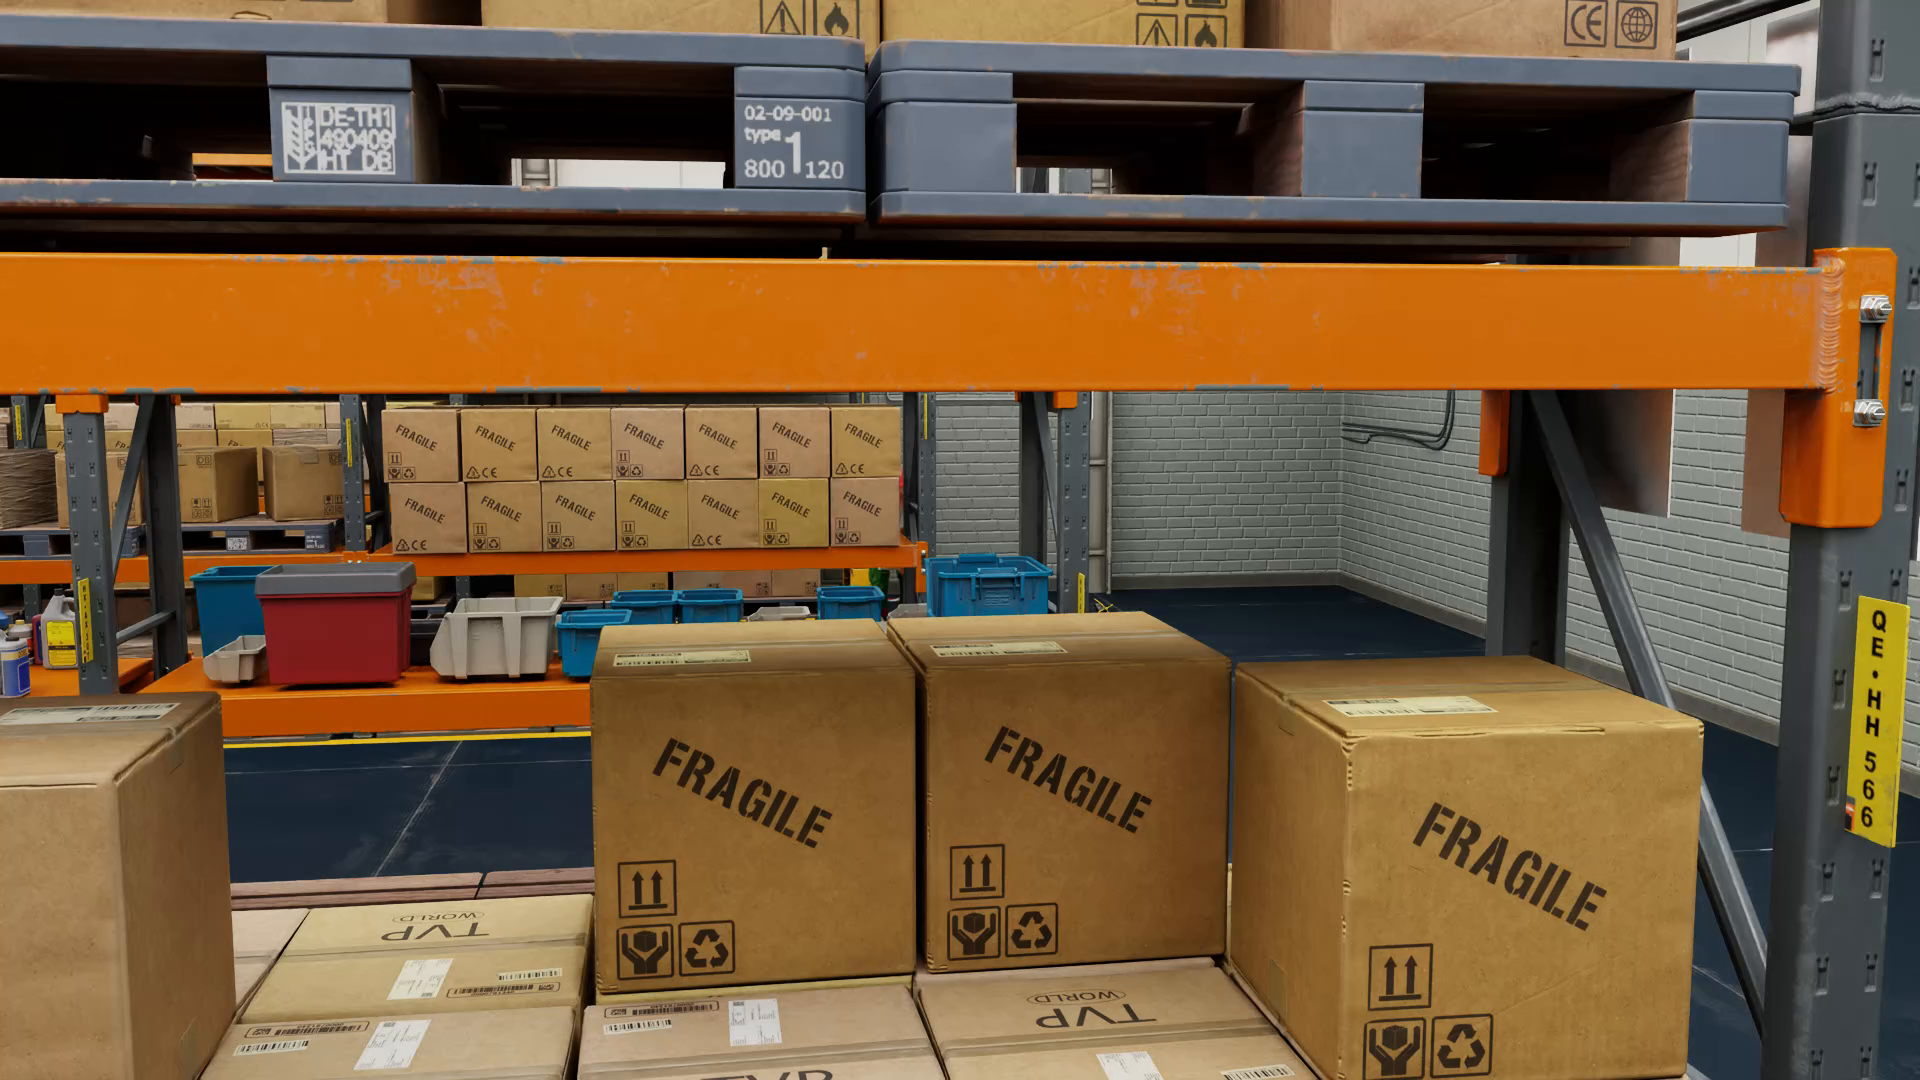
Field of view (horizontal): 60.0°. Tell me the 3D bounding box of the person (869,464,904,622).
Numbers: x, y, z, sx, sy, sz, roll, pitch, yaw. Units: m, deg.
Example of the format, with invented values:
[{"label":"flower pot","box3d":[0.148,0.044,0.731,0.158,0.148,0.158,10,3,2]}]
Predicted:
[{"label":"person","box3d":[-0.591,0.126,15.360,0.491,1.702,0.637,-1,6,-10]}]
